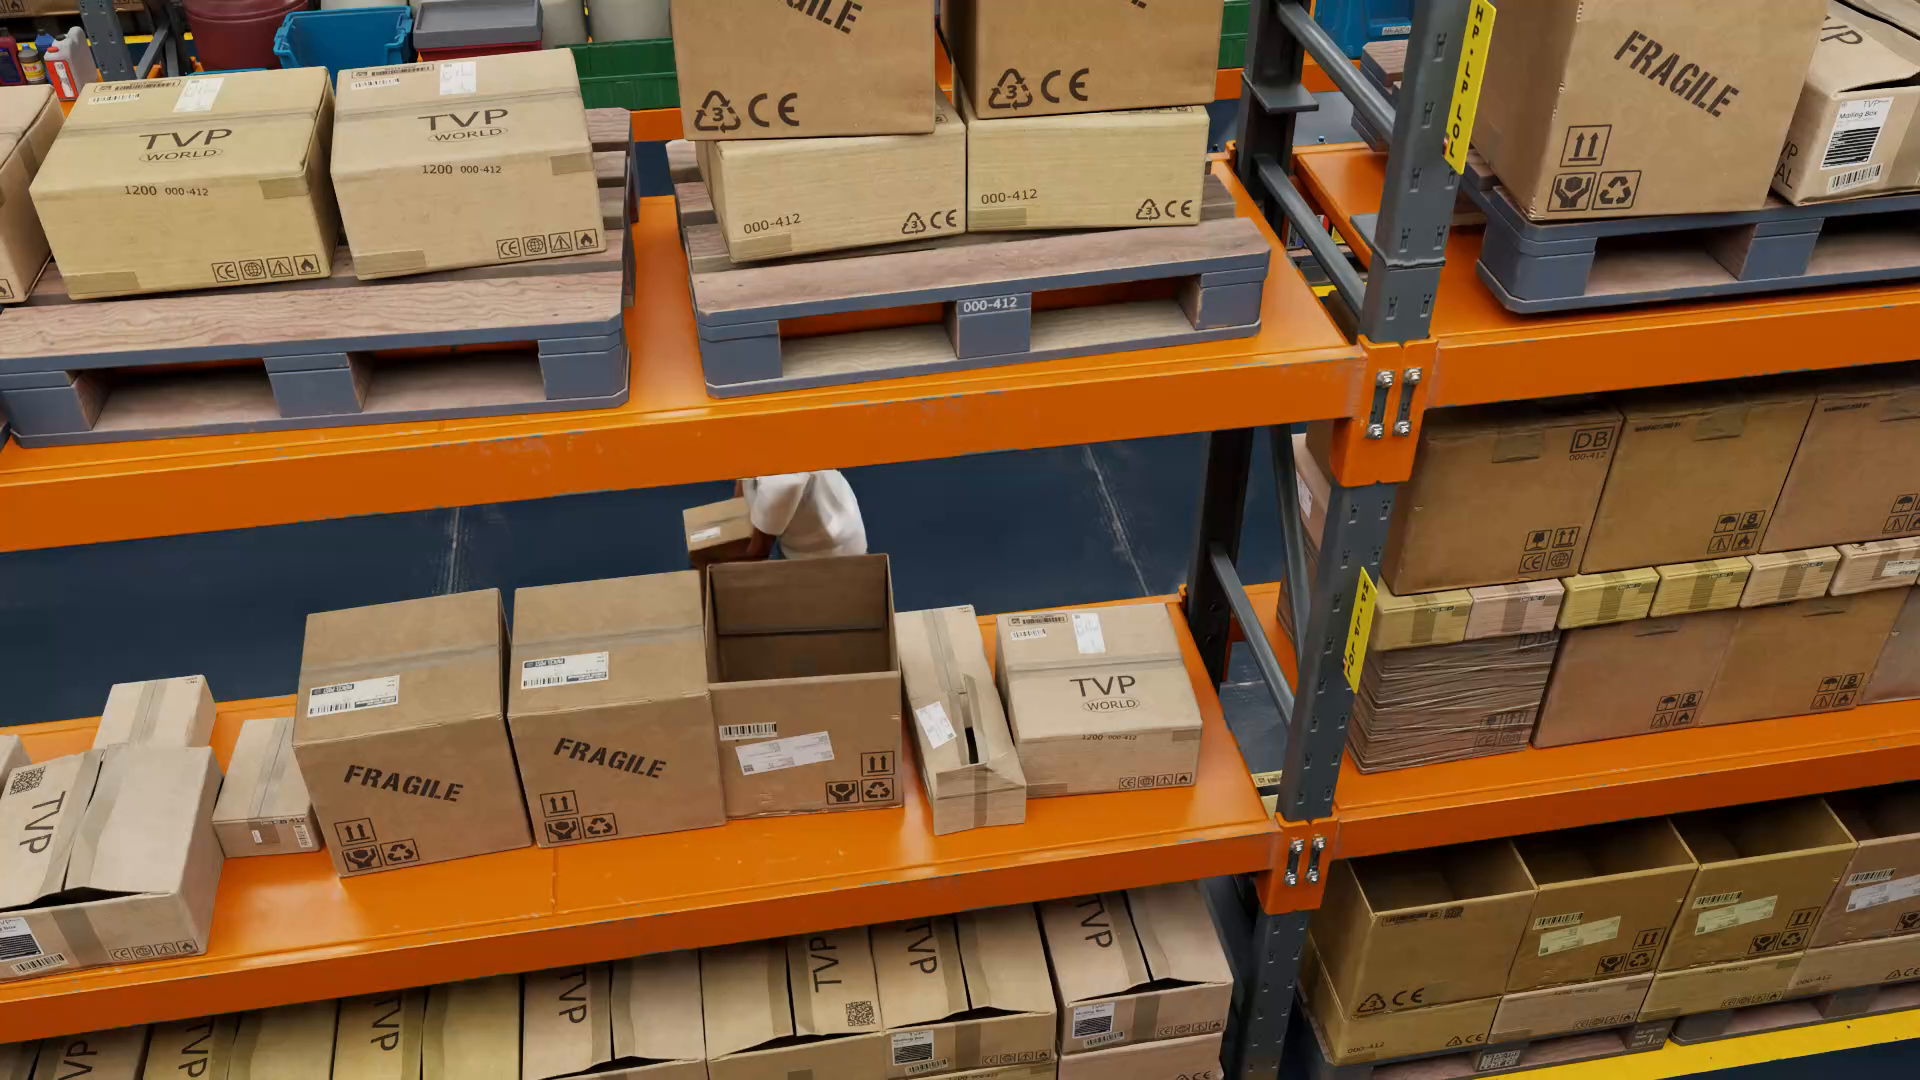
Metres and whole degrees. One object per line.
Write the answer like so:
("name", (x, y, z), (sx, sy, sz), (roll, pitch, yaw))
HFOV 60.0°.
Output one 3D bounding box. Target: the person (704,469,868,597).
("person", (-0.653, 0.039, 6.122), (0.613, 1.718, 0.498), (-8, 39, -10))
